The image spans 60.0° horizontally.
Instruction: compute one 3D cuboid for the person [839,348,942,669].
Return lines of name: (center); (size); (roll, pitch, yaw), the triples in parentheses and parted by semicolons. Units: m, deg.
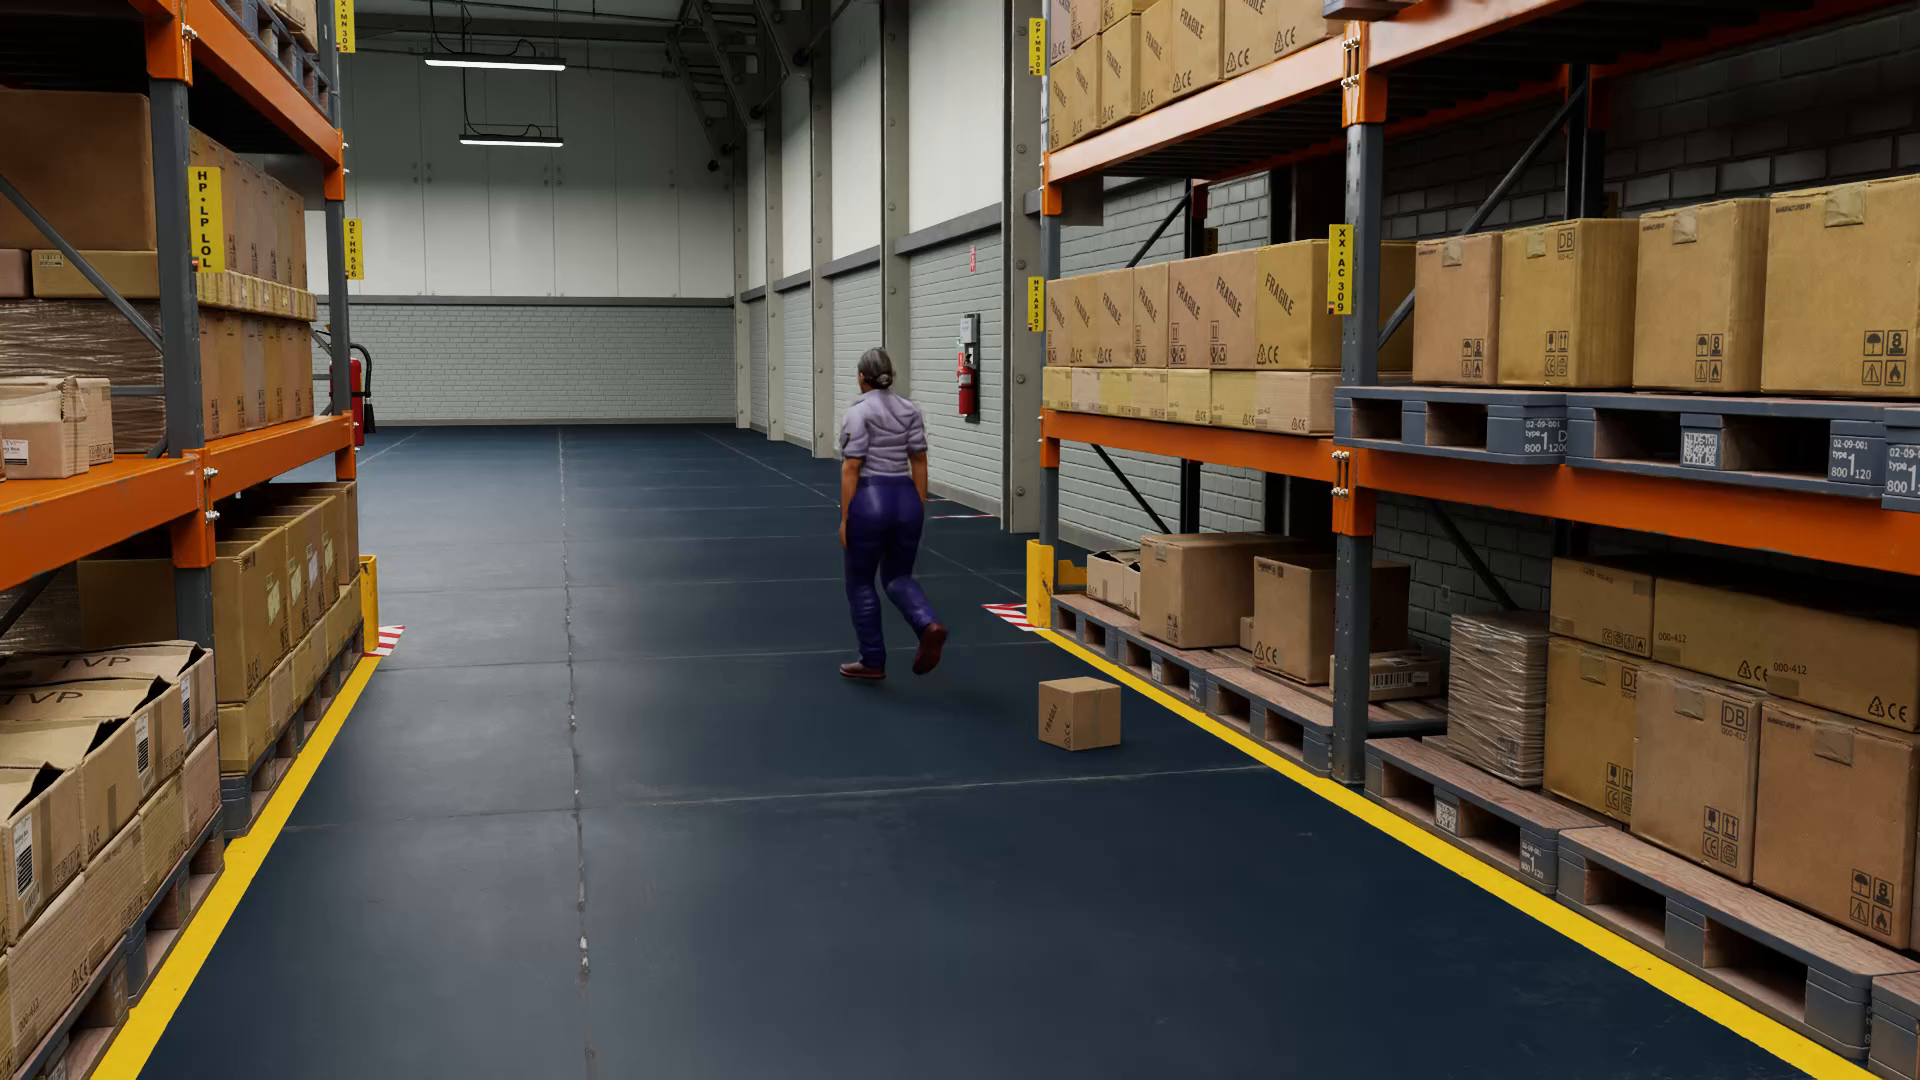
person: (-0.338, -0.149, 8.136); (0.486, 1.568, 0.482); (-5, 8, -38)
